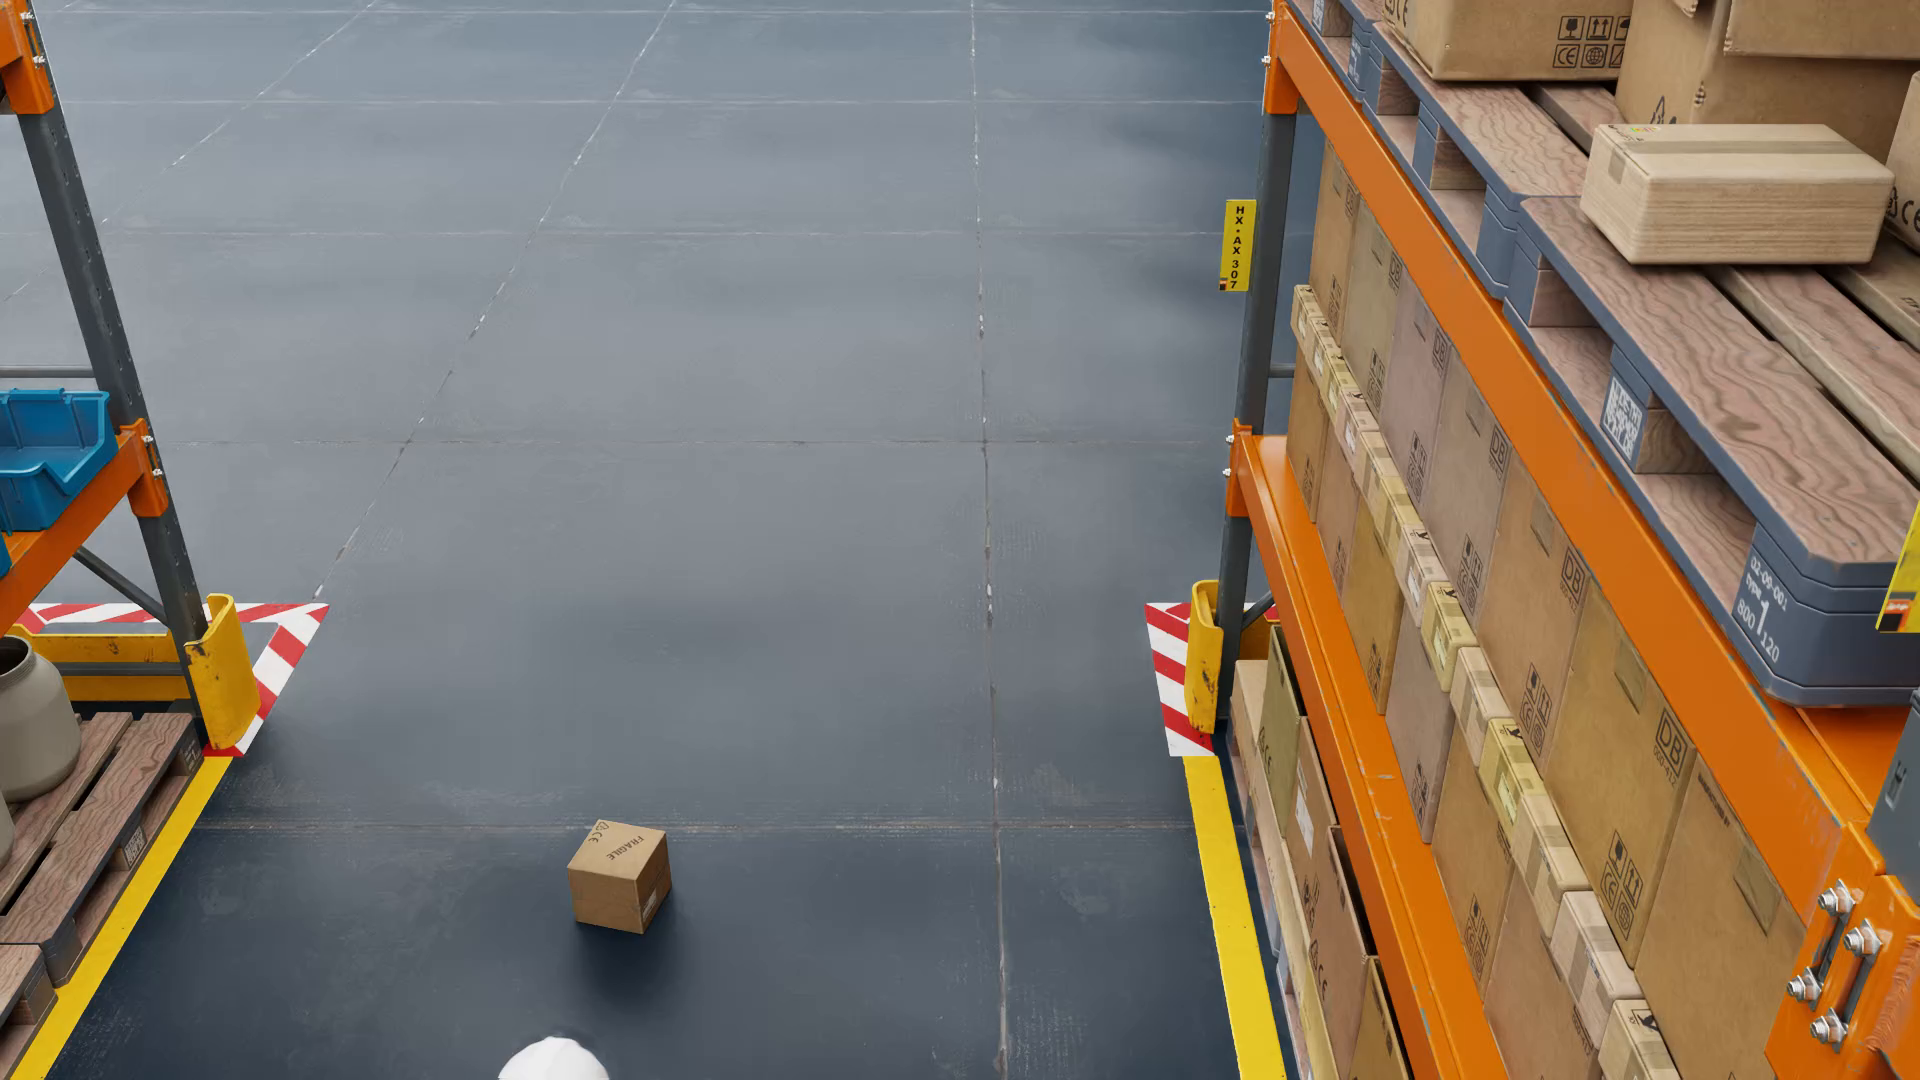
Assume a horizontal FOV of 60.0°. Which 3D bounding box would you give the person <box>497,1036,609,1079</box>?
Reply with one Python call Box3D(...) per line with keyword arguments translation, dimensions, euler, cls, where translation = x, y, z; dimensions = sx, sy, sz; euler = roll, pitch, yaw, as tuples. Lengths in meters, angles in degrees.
Box3D(translation=(-0.715, 1.693, 3.328), dimensions=(0.549, 1.726, 1.048), euler=(2, 31, 3), cls="person")
